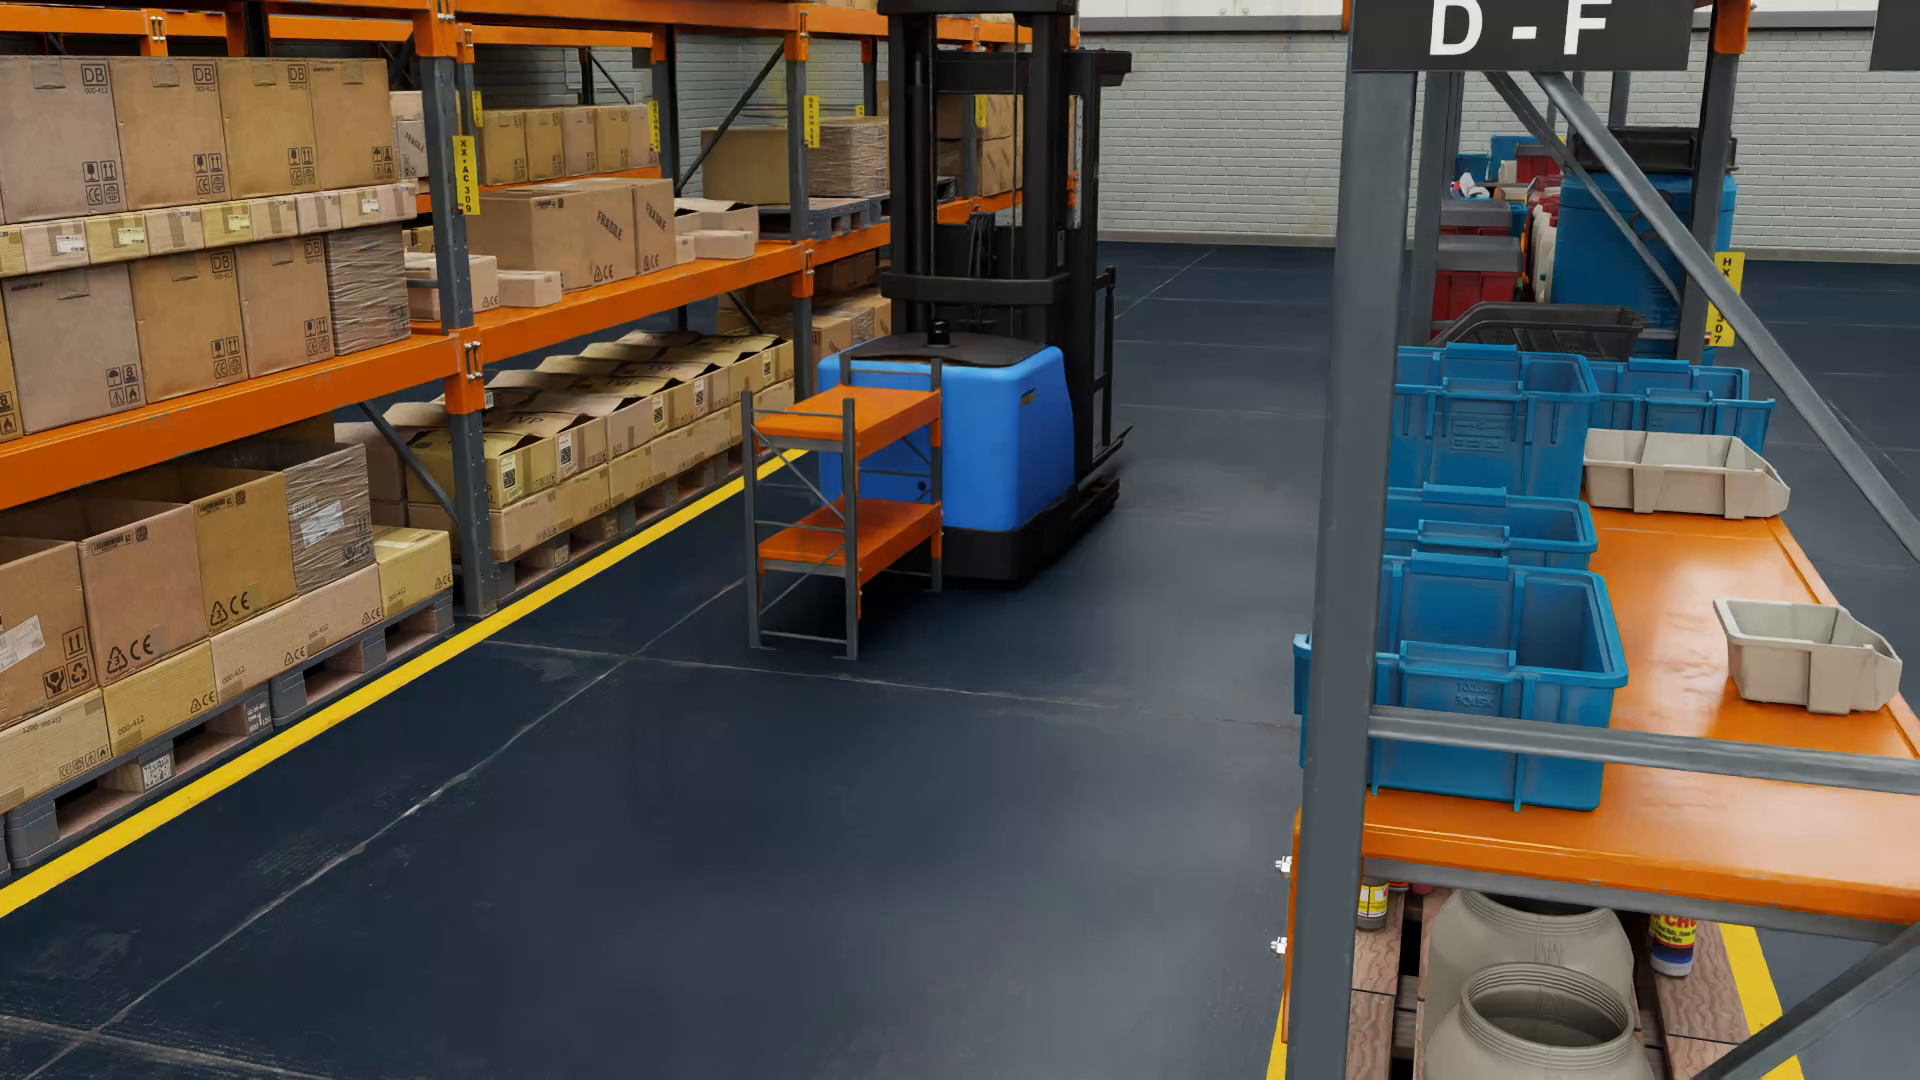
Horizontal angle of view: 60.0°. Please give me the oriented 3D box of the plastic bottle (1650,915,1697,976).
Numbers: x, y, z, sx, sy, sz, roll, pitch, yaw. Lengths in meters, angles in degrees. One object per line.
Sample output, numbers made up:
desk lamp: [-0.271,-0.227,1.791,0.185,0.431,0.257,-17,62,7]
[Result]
plastic bottle: [1.801,0.950,4.177,0.097,0.271,0.097,0,16,0]

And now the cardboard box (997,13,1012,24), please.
cardboard box: [0.170,-4.835,15.156,0.500,0.250,0.500,5,16,16]

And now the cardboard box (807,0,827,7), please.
cardboard box: [-1.396,-3.787,11.003,0.910,0.500,0.500,5,16,16]

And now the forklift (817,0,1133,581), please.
forklift: [0.272,-1.577,9.017,1.130,2.935,3.031,6,17,19]

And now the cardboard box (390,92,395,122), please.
cardboard box: [-5.289,-3.762,14.455,0.500,0.250,0.500,5,17,17]

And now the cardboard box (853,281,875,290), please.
cardboard box: [-1.012,-1.856,13.651,0.500,0.500,0.500,5,17,17]

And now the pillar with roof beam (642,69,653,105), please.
pillar with roof beam: [0.101,-7.981,20.476,9.100,9.000,0.400,5,16,16]

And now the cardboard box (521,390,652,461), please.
cardboard box: [-1.975,-0.636,8.817,0.500,0.311,0.500,4,16,14]

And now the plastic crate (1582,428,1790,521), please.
plastic crate: [1.905,-0.176,4.436,0.530,0.136,0.437,5,16,16]

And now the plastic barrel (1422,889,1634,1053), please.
plastic barrel: [1.243,0.985,3.650,0.421,0.512,0.421,0,16,0]

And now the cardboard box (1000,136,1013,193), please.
cardboard box: [0.197,-3.520,15.559,0.500,0.500,0.500,5,17,17]

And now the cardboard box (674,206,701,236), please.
cardboard box: [-1.928,-1.917,10.255,0.500,0.311,0.500,4,16,15]

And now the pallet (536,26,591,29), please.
pallet: [-4.166,-5.861,18.660,1.003,0.211,1.213,5,16,16]

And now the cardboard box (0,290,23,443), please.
cardboard box: [-3.325,-0.522,4.991,0.700,0.500,0.500,5,17,16]

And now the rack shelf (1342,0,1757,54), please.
rack shelf: [1.555,-1.321,3.811,1.077,0.370,4.000,5,16,16]

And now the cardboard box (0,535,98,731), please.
cardboard box: [-3.126,0.288,5.211,0.500,0.500,0.500,5,16,16]

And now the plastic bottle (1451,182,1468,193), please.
plastic bottle: [3.796,-2.593,12.703,0.152,0.276,0.135,5,16,16]

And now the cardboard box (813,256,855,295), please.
cardboard box: [-1.148,-2.095,13.118,0.500,0.250,0.500,4,16,15]

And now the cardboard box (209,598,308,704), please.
cardboard box: [-2.826,0.389,6.232,0.500,0.250,0.500,5,16,16]

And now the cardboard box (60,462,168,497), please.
cardboard box: [-3.341,-0.014,6.276,0.500,0.500,0.500,5,16,16]

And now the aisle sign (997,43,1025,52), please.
aisle sign: [0.523,-5.563,18.182,0.394,0.787,0.004,5,16,16]

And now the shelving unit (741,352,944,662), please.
shelving unit: [-0.496,-0.184,7.416,0.538,1.125,1.048,6,17,19]

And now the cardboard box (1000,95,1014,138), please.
cardboard box: [0.199,-3.991,15.388,0.500,0.500,0.500,4,16,14]

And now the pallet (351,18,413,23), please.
pallet: [-5.315,-4.716,14.812,0.805,0.209,1.217,4,16,14]

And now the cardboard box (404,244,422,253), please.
cardboard box: [-2.551,-1.312,8.204,0.396,0.266,0.258,4,16,15]

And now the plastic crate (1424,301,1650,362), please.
plastic crate: [1.853,-0.590,5.528,0.767,0.338,0.504,5,16,16]

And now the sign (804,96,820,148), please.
sign: [-0.955,-2.694,10.708,0.100,0.325,0.005,5,16,16]

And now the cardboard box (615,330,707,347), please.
cardboard box: [-1.918,-1.214,10.853,0.500,0.311,0.500,5,17,18]

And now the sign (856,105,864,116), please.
sign: [-0.874,-3.682,14.727,0.100,0.325,0.005,5,16,16]

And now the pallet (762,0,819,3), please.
pallet: [-1.595,-3.347,9.980,1.213,0.211,1.003,5,17,18]

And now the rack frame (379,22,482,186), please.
rack frame: [-5.102,-3.609,16.055,1.000,3.000,0.127,5,16,16]

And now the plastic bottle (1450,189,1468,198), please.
plastic bottle: [3.571,-2.386,11.972,0.152,0.276,0.135,5,16,16]

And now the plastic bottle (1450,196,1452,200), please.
plastic bottle: [3.291,-2.176,11.217,0.061,0.283,0.133,5,16,16]

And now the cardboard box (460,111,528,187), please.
cardboard box: [-4.932,-3.894,16.510,0.980,0.700,0.700,5,17,17]

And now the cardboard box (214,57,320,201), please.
cardboard box: [-2.887,-1.556,6.257,0.700,0.500,0.500,5,16,16]

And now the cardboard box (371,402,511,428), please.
cardboard box: [-2.643,-0.546,8.500,0.500,0.311,0.500,5,17,17]

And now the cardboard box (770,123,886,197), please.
cardboard box: [-0.974,-2.827,12.347,0.700,0.500,0.500,8,18,26]

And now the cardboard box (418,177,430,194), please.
cardboard box: [-5.092,-3.255,15.231,0.380,0.149,0.250,5,17,18]

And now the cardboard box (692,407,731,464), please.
cardboard box: [-1.692,-0.635,9.841,0.500,0.250,0.500,5,17,17]

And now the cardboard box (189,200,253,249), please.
cardboard box: [-2.787,-1.139,5.975,0.380,0.149,0.250,5,16,16]

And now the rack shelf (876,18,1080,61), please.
rack shelf: [0.217,-4.846,16.238,1.077,0.370,4.000,5,16,16]

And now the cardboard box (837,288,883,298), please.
cardboard box: [-0.650,-1.690,13.066,0.500,0.500,0.500,4,16,14]

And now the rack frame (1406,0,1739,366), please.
rack frame: [2.123,-0.747,5.967,1.000,3.000,0.127,5,16,16]

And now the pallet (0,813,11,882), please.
pallet: [-3.584,1.052,4.733,1.003,0.211,1.213,5,16,16]

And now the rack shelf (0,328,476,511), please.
rack shelf: [-3.193,-0.263,5.578,1.077,0.370,4.000,5,16,16]

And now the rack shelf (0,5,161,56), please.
rack shelf: [-6.807,-3.136,10.209,1.077,0.370,4.000,5,16,16]

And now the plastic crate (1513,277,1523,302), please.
plastic crate: [2.348,-1.123,7.680,0.450,0.188,0.662,5,16,16]

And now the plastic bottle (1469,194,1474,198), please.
plastic bottle: [3.482,-2.213,11.348,0.061,0.283,0.133,5,16,16]

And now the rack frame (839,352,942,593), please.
rack frame: [-0.325,-0.315,7.877,0.500,1.125,0.032,6,17,19]

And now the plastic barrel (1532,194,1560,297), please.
plastic barrel: [2.937,-1.351,7.847,0.433,0.535,0.433,0,16,0]
